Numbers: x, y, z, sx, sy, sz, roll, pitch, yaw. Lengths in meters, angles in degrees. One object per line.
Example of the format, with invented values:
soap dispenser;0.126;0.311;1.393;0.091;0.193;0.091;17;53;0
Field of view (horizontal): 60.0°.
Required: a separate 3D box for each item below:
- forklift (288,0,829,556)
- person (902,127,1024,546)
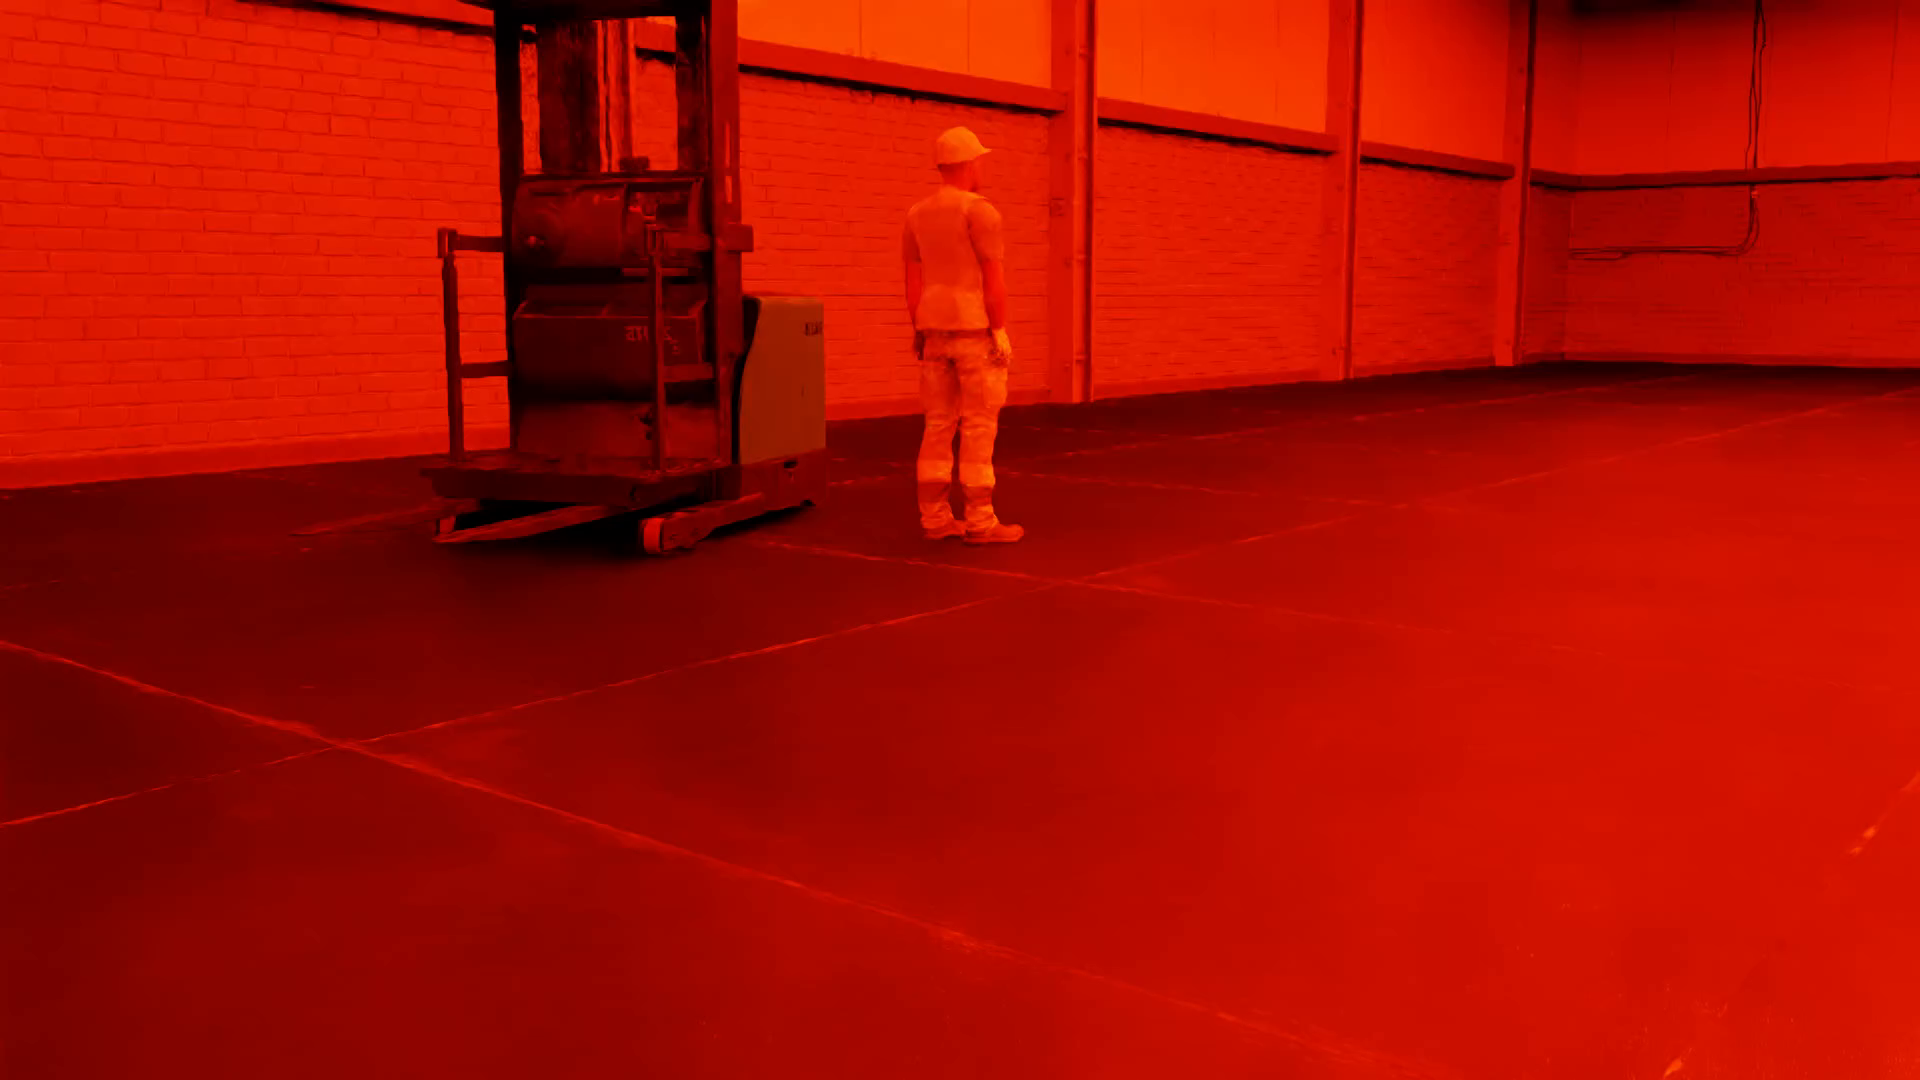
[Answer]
forklift;-1.631;-1.445;7.159;1.130;2.935;3.031;3;9;19
person;0.012;-0.889;7.292;0.540;1.795;0.349;7;11;38
